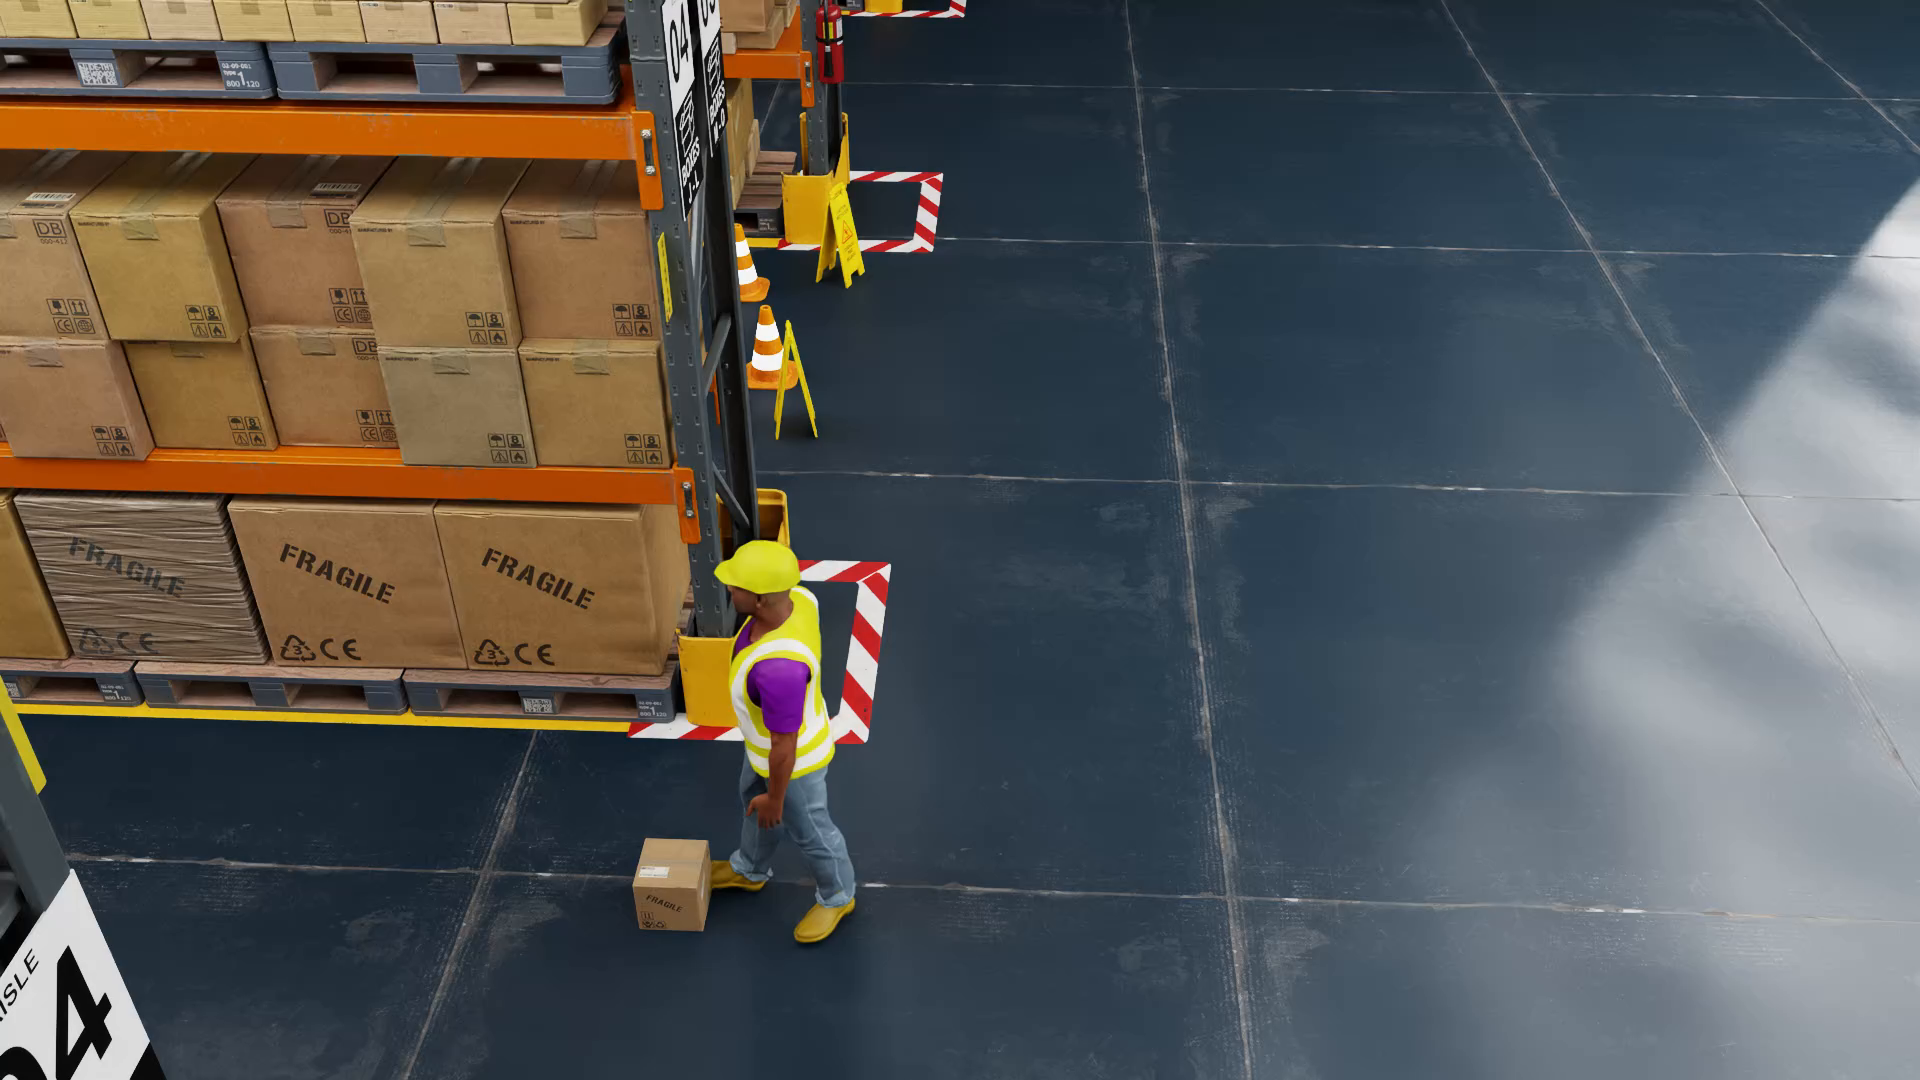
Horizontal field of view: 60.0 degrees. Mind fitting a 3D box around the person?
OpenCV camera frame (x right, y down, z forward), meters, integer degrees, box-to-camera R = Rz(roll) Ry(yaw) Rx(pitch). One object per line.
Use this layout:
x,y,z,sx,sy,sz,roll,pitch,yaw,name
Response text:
-0.724,0.751,6.030,0.643,1.758,0.601,-6,36,-9,person
